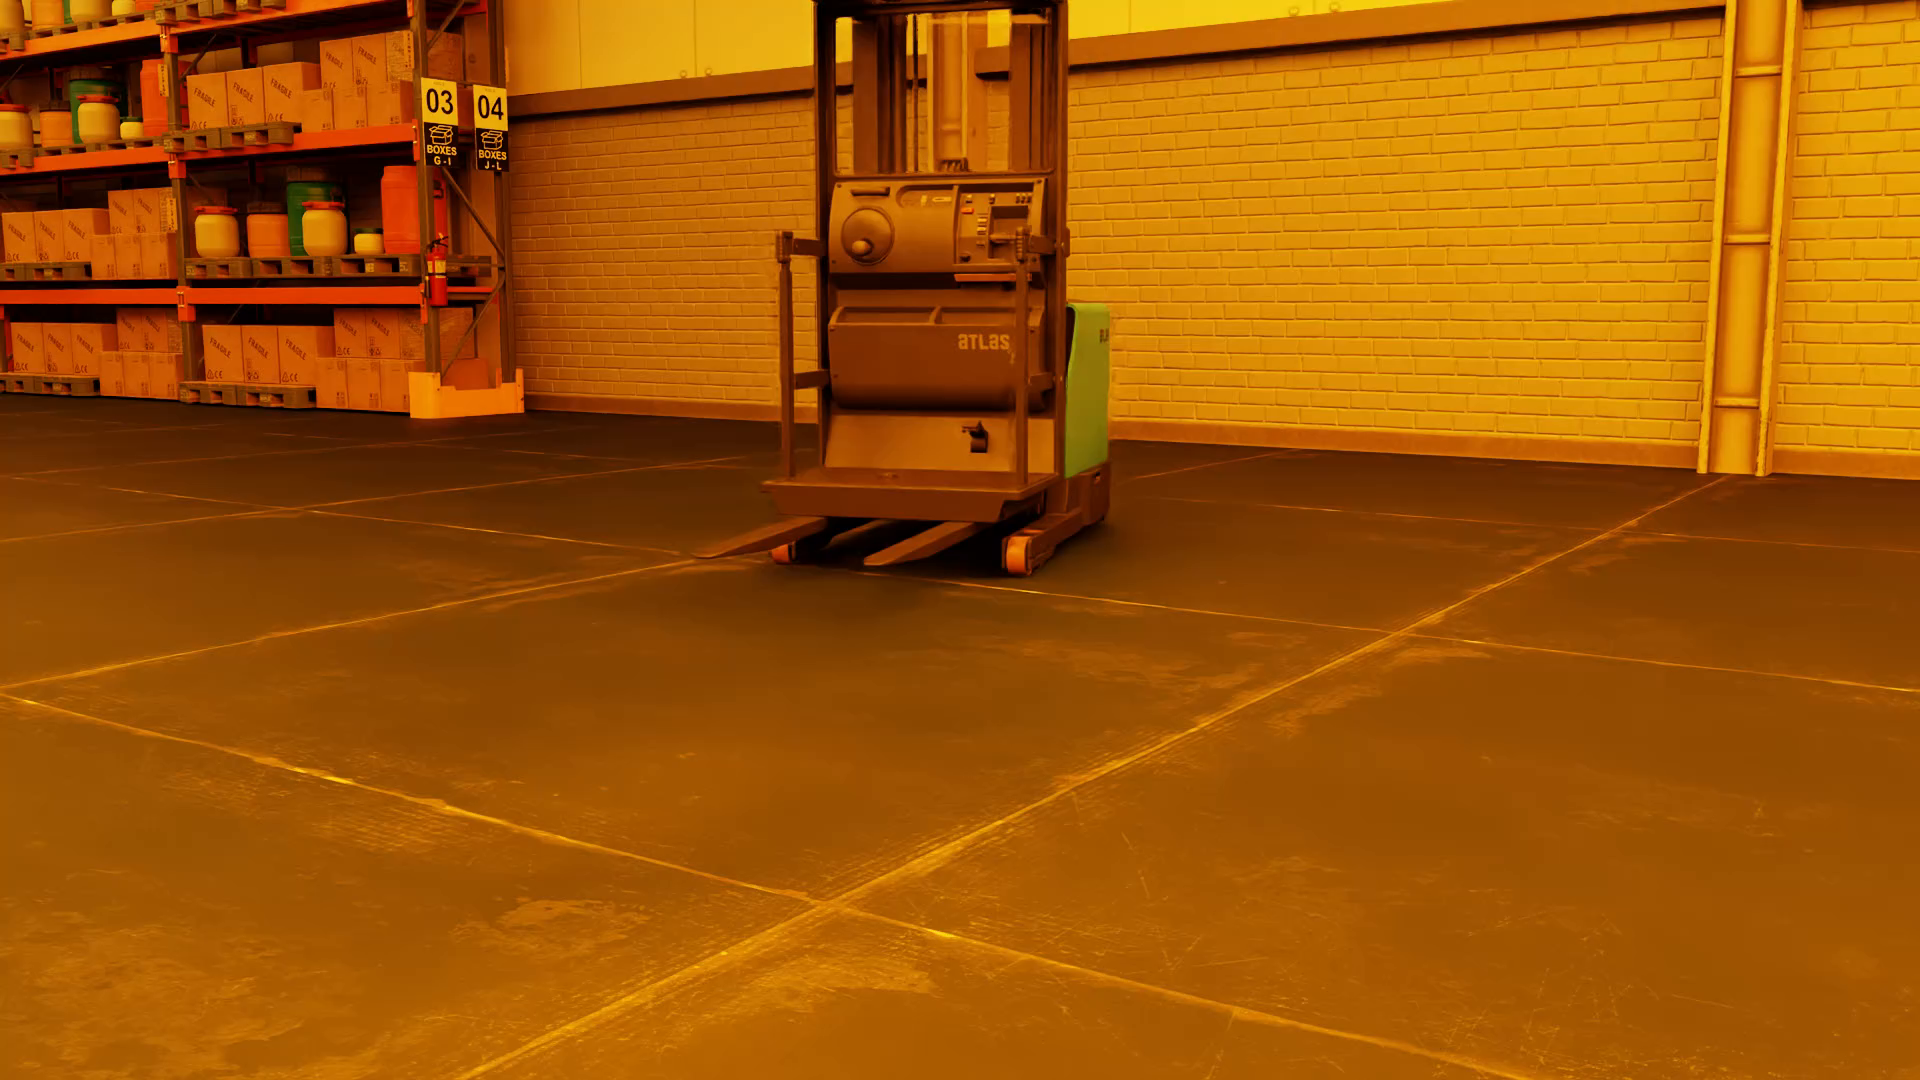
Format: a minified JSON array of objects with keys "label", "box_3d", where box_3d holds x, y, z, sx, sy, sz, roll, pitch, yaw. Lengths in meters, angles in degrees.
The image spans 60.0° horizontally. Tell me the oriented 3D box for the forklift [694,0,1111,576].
[{"label":"forklift","box_3d":[-0.159,-1.367,6.809,1.130,2.935,3.031,2,8,16]}]
